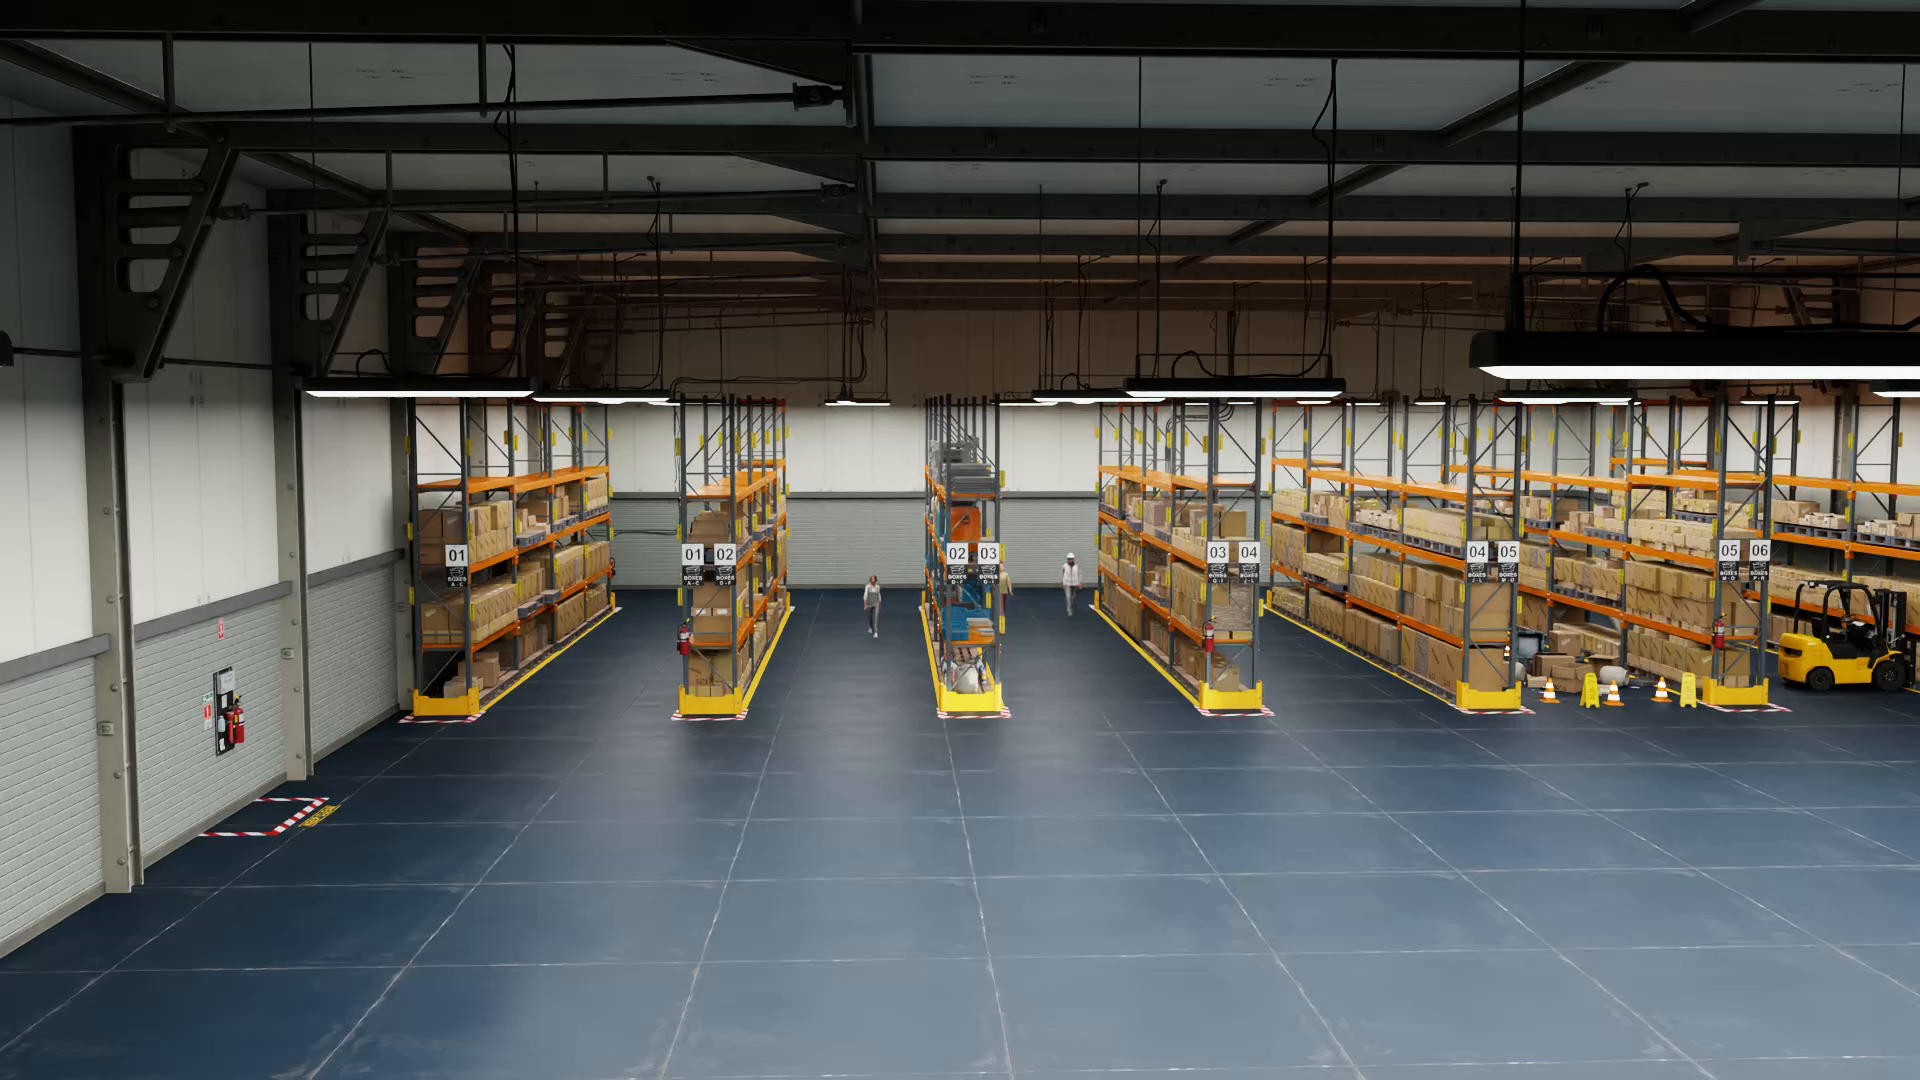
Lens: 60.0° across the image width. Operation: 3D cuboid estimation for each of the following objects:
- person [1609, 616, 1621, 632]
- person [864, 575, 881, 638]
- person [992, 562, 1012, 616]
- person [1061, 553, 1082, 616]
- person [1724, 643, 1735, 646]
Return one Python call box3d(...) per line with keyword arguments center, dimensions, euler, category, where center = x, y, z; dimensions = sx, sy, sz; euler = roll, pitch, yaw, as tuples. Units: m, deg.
box3d(center=(16.482, 1.625, 41.463), dimensions=(0.486, 1.690, 0.396), euler=(-2, 5, -27), category="person")
box3d(center=(-2.202, 1.641, 41.770), dimensions=(0.442, 1.536, 0.994), euler=(0, 5, -4), category="person")
box3d(center=(1.115, 1.400, 44.250), dimensions=(0.465, 1.620, 1.049), euler=(-1, 5, -17), category="person")
box3d(center=(3.085, 1.220, 45.966), dimensions=(0.564, 1.719, 1.068), euler=(0, 5, -5), category="person")
box3d(center=(16.820, 2.052, 36.243), dimensions=(0.558, 1.638, 0.603), euler=(-2, 5, -21), category="person")
